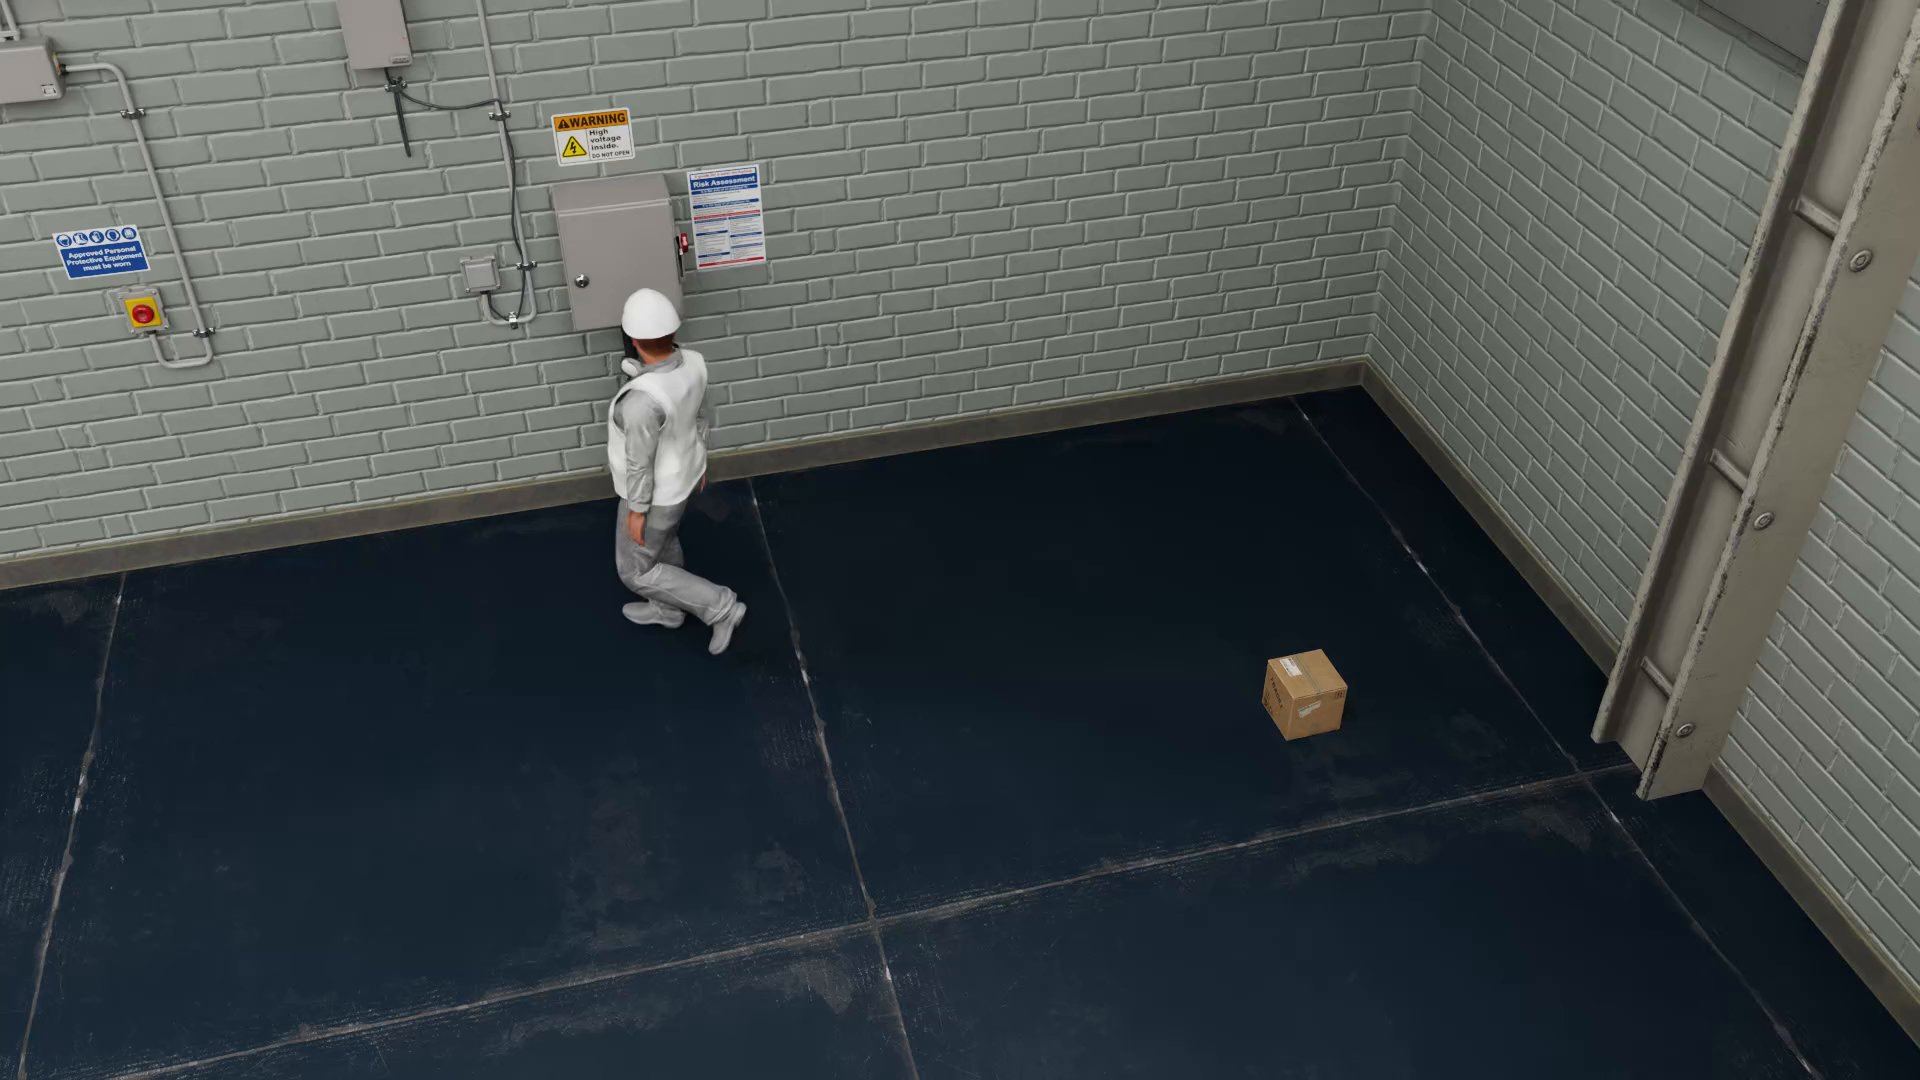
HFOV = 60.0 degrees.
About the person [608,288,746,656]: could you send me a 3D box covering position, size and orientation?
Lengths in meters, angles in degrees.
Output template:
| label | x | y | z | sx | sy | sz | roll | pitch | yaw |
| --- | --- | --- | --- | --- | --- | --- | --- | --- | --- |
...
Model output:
| label | x | y | z | sx | sy | sz | roll | pitch | yaw |
| --- | --- | --- | --- | --- | --- | --- | --- | --- | --- |
| person | -1.240 | -0.251 | 6.999 | 0.698 | 1.759 | 0.550 | 11 | 39 | 14 |
